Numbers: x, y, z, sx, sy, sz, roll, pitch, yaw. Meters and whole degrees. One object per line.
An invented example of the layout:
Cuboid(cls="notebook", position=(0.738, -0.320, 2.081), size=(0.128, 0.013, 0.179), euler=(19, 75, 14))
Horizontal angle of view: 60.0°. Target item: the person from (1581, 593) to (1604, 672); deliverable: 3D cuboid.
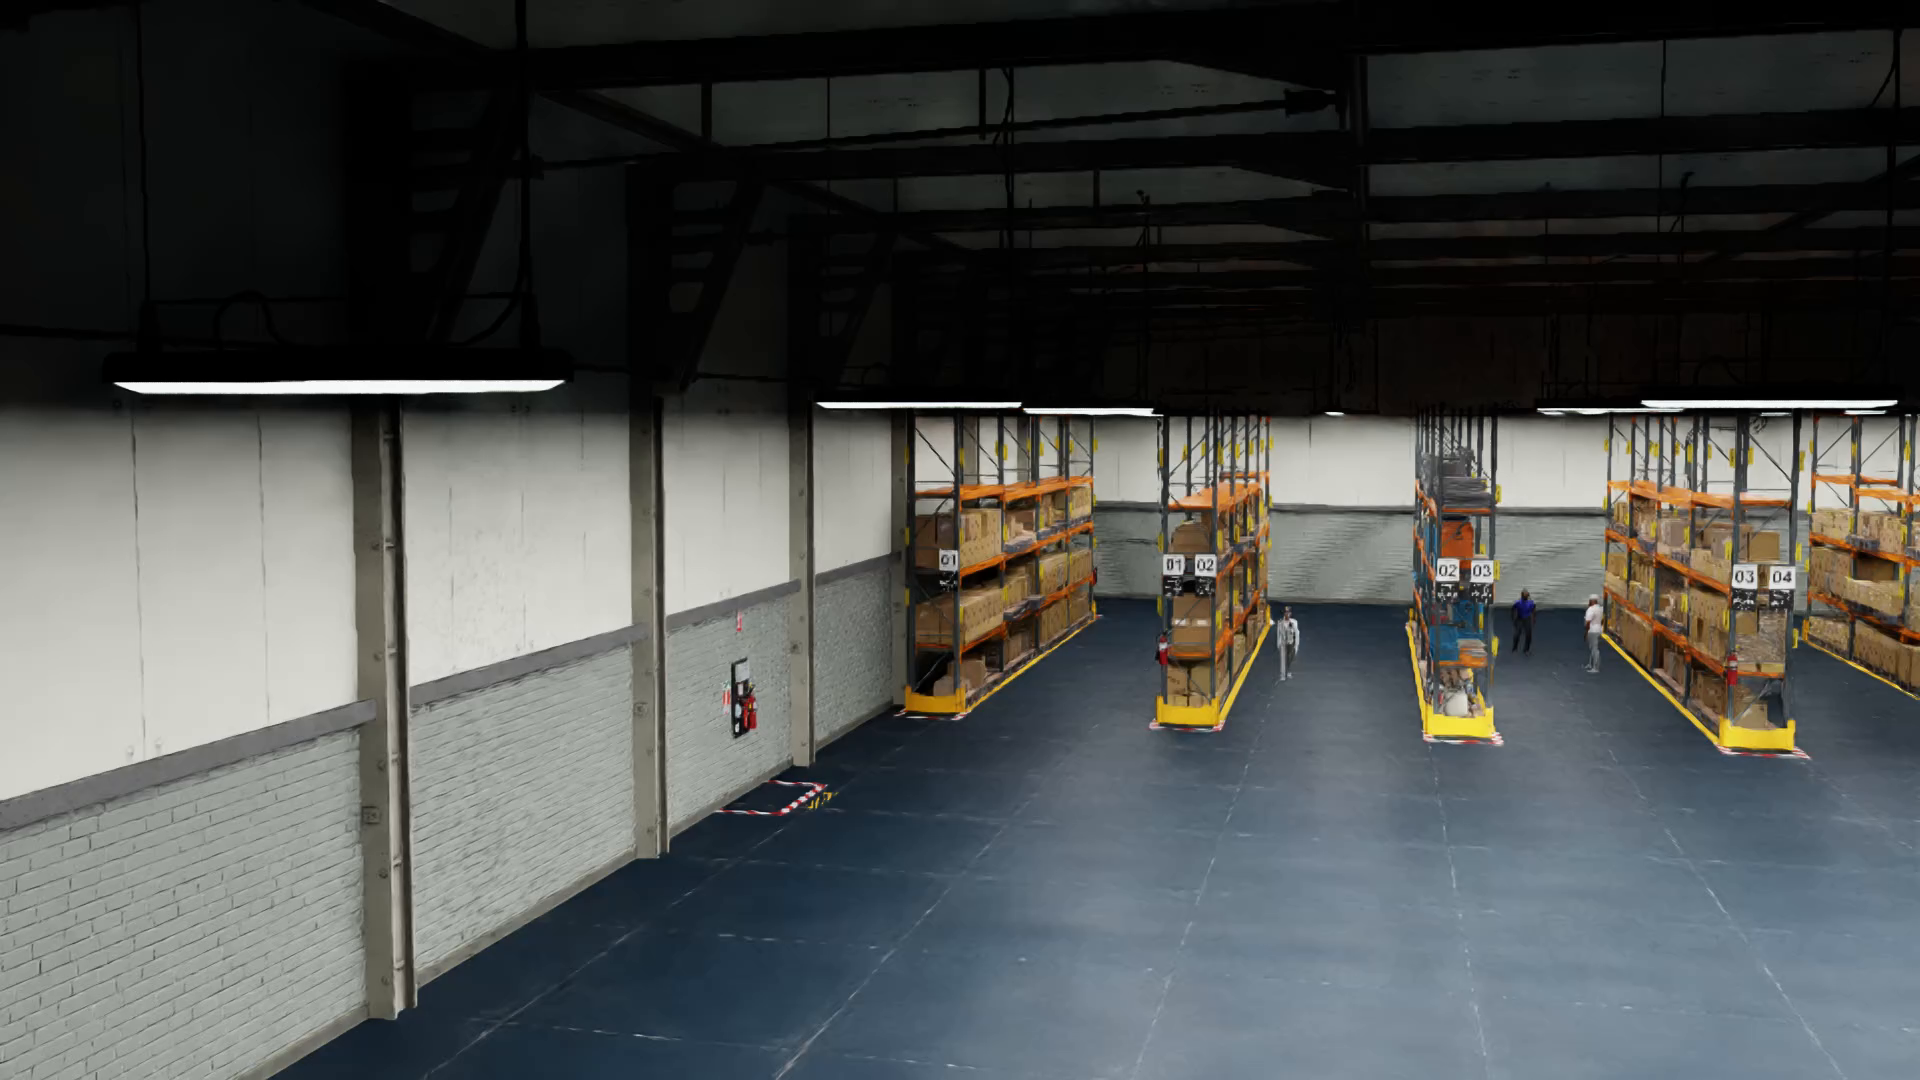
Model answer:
Cuboid(cls="person", position=(14.319, 2.086, 37.663), size=(0.673, 1.760, 0.580), euler=(-4, 6, -44))

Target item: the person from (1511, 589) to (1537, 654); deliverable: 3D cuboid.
Cuboid(cls="person", position=(13.712, 2.038, 40.478), size=(0.592, 1.494, 0.518), euler=(1, 4, 11))

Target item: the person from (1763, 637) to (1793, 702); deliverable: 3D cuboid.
Cuboid(cls="person", position=(16.600, 2.398, 33.797), size=(0.566, 1.704, 1.122), euler=(1, 4, 16))

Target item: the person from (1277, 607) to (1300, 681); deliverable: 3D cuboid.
Cuboid(cls="person", position=(7.181, 2.252, 36.409), size=(0.502, 1.624, 0.980), euler=(1, 4, 13))
